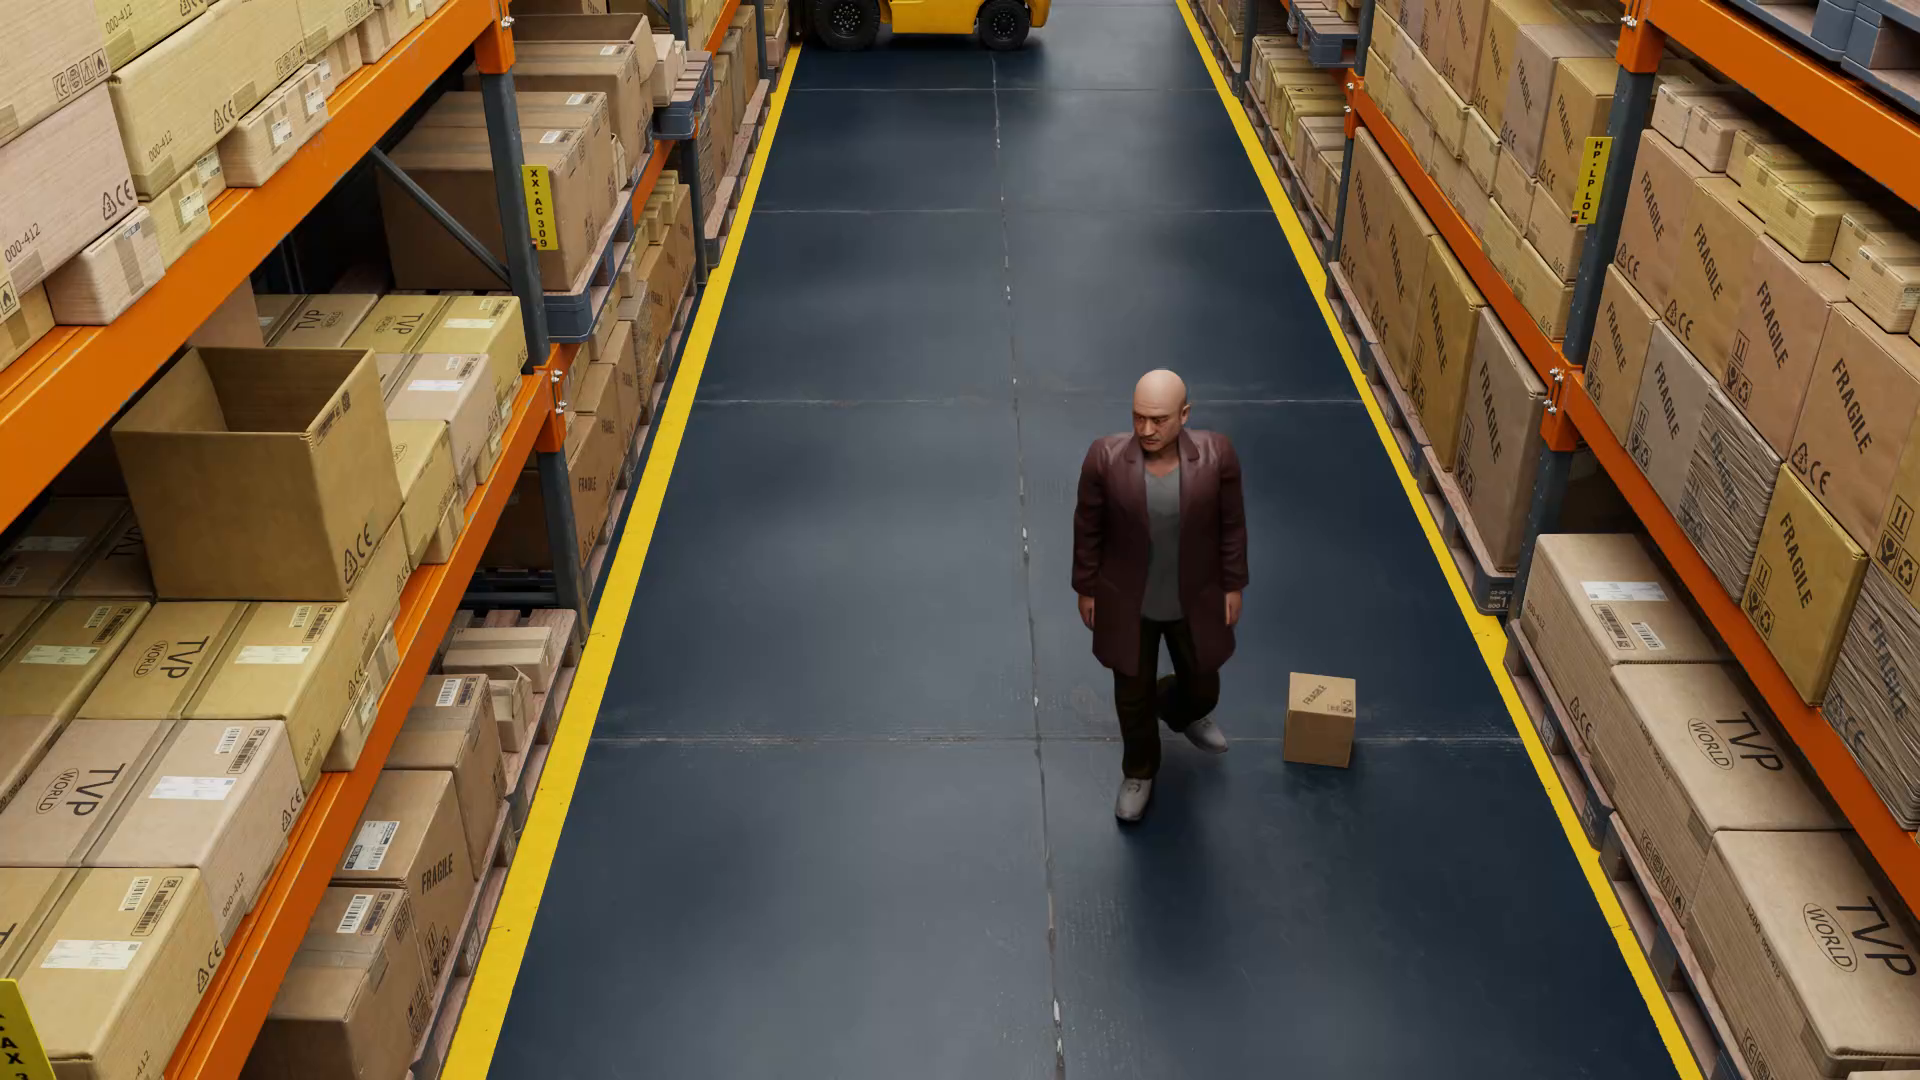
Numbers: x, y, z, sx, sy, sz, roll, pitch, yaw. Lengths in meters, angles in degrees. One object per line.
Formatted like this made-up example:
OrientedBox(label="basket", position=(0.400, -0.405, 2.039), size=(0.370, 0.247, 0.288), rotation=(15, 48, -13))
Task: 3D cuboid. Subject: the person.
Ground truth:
OrientedBox(label="person", position=(0.707, 0.150, 5.895), size=(0.629, 1.771, 0.592), rotation=(1, 31, 2))
